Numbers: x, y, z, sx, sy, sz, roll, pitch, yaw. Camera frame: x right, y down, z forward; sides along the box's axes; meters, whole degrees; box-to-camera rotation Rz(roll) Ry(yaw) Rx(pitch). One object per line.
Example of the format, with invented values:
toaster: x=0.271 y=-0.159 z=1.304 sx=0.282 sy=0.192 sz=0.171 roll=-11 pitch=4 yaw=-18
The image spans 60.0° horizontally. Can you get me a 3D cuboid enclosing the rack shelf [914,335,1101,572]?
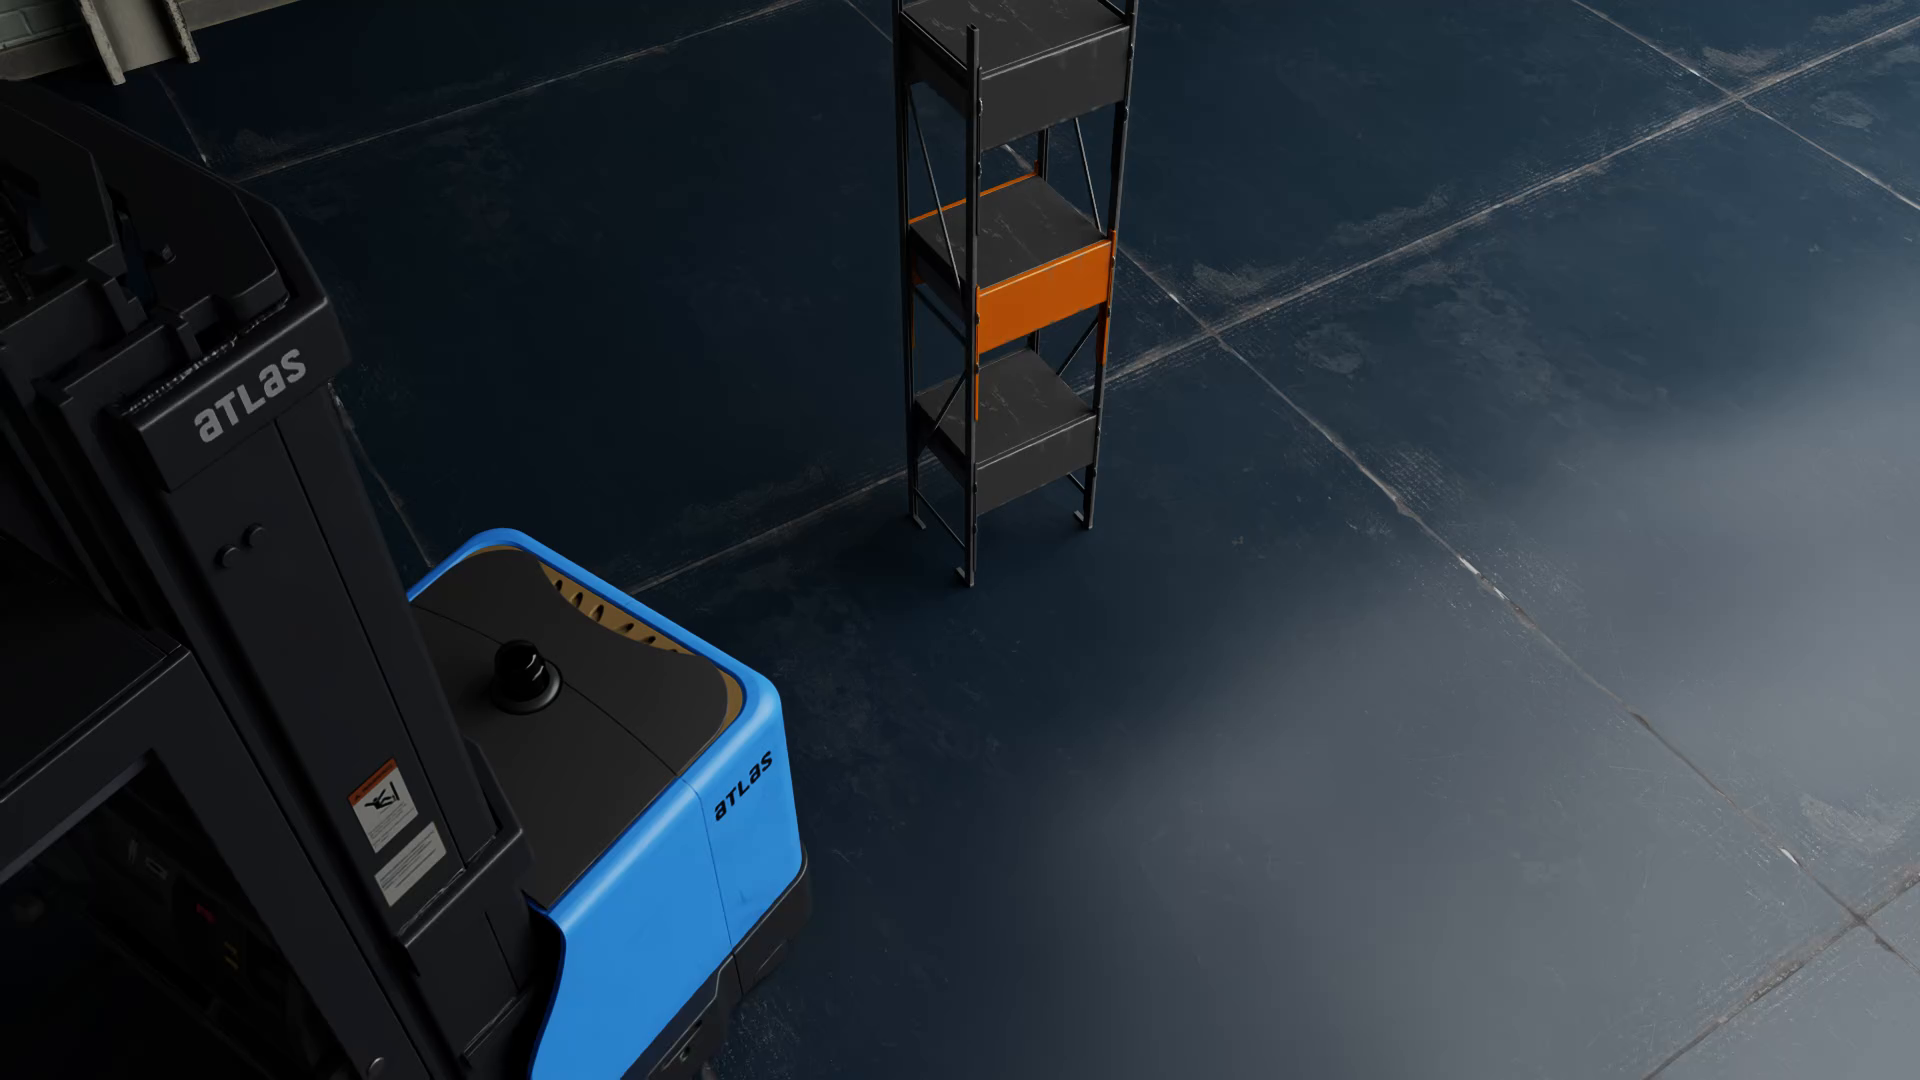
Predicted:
rack shelf: x=0.140 y=-0.290 z=5.558 sx=0.480 sy=0.518 sz=0.431 roll=-25 pitch=53 yaw=-21

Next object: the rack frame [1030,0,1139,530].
rack frame: x=0.346 y=-0.861 z=5.111 sx=0.015 sy=2.100 sz=0.400 roll=-25 pitch=53 yaw=-21

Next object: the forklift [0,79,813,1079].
forklift: x=-1.675 y=0.791 z=3.083 sx=1.130 sy=2.935 sz=3.031 roll=28 pitch=54 yaw=22

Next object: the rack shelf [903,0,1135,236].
rack shelf: x=0.140 y=-1.221 z=4.512 sx=0.480 sy=0.518 sz=0.431 roll=-25 pitch=53 yaw=-21

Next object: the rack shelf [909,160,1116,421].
rack shelf: x=0.140 y=-0.755 z=5.035 sx=0.480 sy=0.518 sz=0.431 roll=-25 pitch=53 yaw=-21

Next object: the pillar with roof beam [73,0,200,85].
pillar with roof beam: x=-1.487 y=-2.525 z=1.973 sx=0.400 sy=9.000 sz=9.100 roll=-25 pitch=53 yaw=-21

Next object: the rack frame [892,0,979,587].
rack frame: x=-0.066 y=-0.667 z=4.938 sx=0.015 sy=2.100 sz=0.400 roll=-25 pitch=53 yaw=-21

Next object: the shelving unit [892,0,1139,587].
shelving unit: x=0.140 y=-0.764 z=5.025 sx=0.503 sy=2.100 sz=0.431 roll=-25 pitch=53 yaw=-21
